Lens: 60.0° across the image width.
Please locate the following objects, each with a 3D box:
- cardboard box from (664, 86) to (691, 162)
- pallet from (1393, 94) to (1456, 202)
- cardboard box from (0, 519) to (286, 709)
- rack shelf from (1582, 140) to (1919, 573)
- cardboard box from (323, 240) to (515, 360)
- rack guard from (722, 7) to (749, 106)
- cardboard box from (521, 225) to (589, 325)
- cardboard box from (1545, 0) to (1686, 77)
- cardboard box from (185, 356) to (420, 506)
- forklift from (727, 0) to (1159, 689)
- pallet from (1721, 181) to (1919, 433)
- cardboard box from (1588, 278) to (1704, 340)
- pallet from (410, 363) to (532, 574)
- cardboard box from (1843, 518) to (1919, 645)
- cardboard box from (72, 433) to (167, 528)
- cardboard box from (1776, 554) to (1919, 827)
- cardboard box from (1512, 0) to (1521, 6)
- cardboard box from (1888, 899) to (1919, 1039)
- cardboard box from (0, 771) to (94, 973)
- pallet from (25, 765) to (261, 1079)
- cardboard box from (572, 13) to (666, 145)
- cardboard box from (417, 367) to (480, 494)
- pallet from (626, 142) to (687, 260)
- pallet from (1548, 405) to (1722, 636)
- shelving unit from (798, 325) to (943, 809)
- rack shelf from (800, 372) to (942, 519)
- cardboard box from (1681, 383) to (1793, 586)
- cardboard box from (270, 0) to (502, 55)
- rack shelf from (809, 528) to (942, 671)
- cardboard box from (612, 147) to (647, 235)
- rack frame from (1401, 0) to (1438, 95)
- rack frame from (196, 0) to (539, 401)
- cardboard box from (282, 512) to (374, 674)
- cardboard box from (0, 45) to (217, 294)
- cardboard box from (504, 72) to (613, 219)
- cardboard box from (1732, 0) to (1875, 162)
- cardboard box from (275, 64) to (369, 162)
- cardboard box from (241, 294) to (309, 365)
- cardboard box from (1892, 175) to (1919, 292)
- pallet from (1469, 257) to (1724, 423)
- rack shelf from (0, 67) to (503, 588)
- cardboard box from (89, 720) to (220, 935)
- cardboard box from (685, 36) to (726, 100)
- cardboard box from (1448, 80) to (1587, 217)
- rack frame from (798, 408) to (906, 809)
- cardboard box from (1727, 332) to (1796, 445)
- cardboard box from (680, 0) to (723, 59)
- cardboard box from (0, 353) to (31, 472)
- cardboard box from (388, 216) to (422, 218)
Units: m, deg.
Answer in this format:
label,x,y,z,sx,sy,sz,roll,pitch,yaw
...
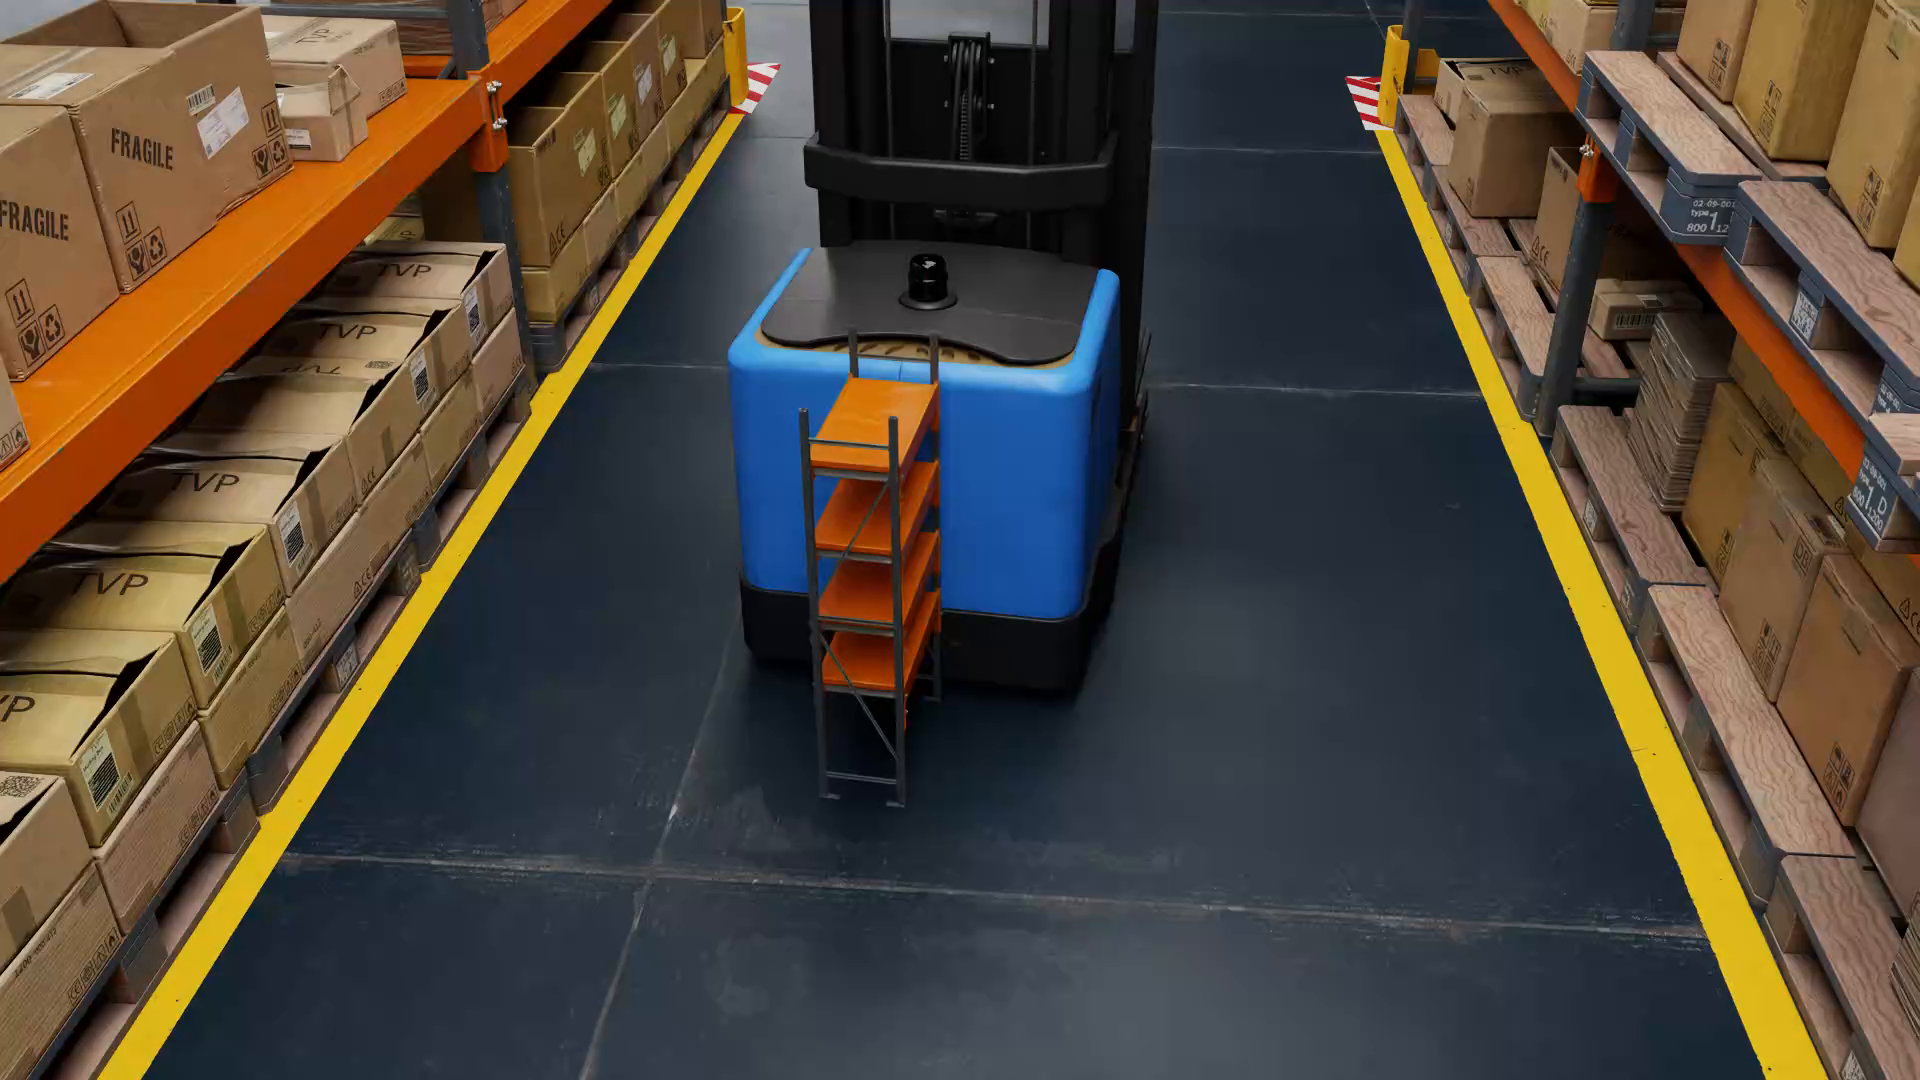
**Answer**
label,x,y,z,sx,sy,sz,roll,pitch,yaw
cardboard box,-1.704,-2.166,8.627,0.500,0.250,0.500,2,32,4
pallet,2.943,-2.115,8.981,1.003,0.211,1.213,2,32,4
cardboard box,-2.125,0.159,4.320,0.500,0.311,0.500,2,32,3
rack shelf,2.562,-0.321,4.098,1.077,0.370,4.000,2,32,4
cardboard box,-1.960,-0.906,6.047,0.500,0.311,0.500,2,32,4
rack guard,-1.885,-2.923,10.017,1.175,0.500,0.348,2,32,4
cardboard box,-1.873,-1.121,6.930,0.500,0.250,0.500,2,32,4
cardboard box,2.461,-1.879,6.063,0.500,0.250,0.500,3,32,4
cardboard box,-2.039,-0.373,5.182,0.500,0.311,0.500,2,32,4
forklift,0.116,-1.570,5.504,1.130,2.935,3.031,6,32,9
pallet,2.520,-0.537,3.945,1.003,0.211,1.213,2,32,4
cardboard box,2.739,-0.936,6.690,0.380,0.166,0.250,-2,32,-2
pallet,-2.234,-0.309,6.050,1.003,0.211,1.213,2,32,4
cardboard box,2.552,0.033,4.087,0.500,0.250,0.500,2,32,4
cardboard box,-2.618,-0.121,4.773,0.500,0.311,0.500,3,32,5
cardboard box,2.576,0.391,4.220,0.700,0.500,0.500,2,32,4
cardboard box,2.536,-2.403,6.913,0.500,0.250,0.500,2,32,4
cardboard box,2.406,0.916,3.367,0.700,0.500,0.500,3,32,5
cardboard box,-2.203,0.700,3.441,0.500,0.311,0.500,3,32,6
pallet,-2.432,0.967,3.980,1.003,0.211,1.213,2,32,4
cardboard box,-1.743,-2.224,8.006,0.500,0.500,0.500,2,32,4
cardboard box,-2.000,-0.398,5.757,0.500,0.250,0.500,2,32,3
pallet,-2.009,-1.750,8.388,1.003,0.211,1.213,2,32,4
pallet,2.663,-0.079,5.677,1.003,0.211,1.213,2,32,4
shelving unit,-0.221,0.084,4.470,0.258,1.200,0.503,6,32,9
rack shelf,-0.221,-0.250,4.263,0.258,0.148,0.480,6,32,9
cardboard box,2.690,-0.139,5.079,0.700,0.500,0.500,2,32,3
cardboard box,-2.183,-2.158,6.297,0.700,0.500,0.500,2,32,3
rack shelf,-0.221,0.142,4.505,0.258,0.148,0.480,6,32,9
cardboard box,-1.781,-1.643,7.778,0.500,0.250,0.500,2,32,4
rack frame,3.051,-3.765,9.000,1.000,3.000,0.127,2,32,4
rack frame,-2.213,-1.883,5.947,1.000,3.000,0.127,2,32,4
cardboard box,-2.084,0.136,4.891,0.500,0.250,0.500,3,32,5
cardboard box,-2.375,-0.987,4.398,0.500,0.500,0.500,3,32,4
cardboard box,-1.830,-1.701,7.158,0.500,0.500,0.500,2,32,4
cardboard box,2.597,-1.347,4.562,0.700,0.500,0.500,6,32,9
cardboard box,-2.101,-1.358,5.223,0.396,0.266,0.258,2,32,3
cardboard box,-2.541,-0.663,5.653,0.500,0.311,0.500,2,32,3
cardboard box,2.507,-0.710,3.529,0.700,0.500,0.500,2,32,4
pallet,2.744,-0.839,6.910,1.003,0.211,1.213,2,32,4
rack shelf,-2.375,-0.531,4.438,1.077,0.370,4.000,2,32,4
cardboard box,-2.163,0.676,4.014,0.500,0.250,0.500,2,32,3
cardboard box,-1.636,-2.690,9.476,0.500,0.250,0.500,2,32,4
cardboard box,2.749,-1.851,7.857,0.700,0.500,0.500,1,32,1
rack frame,-0.266,0.210,4.265,0.240,1.200,0.015,6,32,9
cardboard box,2.649,-0.500,4.950,0.500,0.250,0.500,2,32,3
cardboard box,-1.634,-3.009,9.279,0.500,0.500,0.500,2,32,4
cardboard box,-2.272,-0.213,3.321,0.500,0.311,0.500,2,32,3
cardboard box,-2.342,-1.404,7.390,0.500,0.250,0.500,2,32,4
